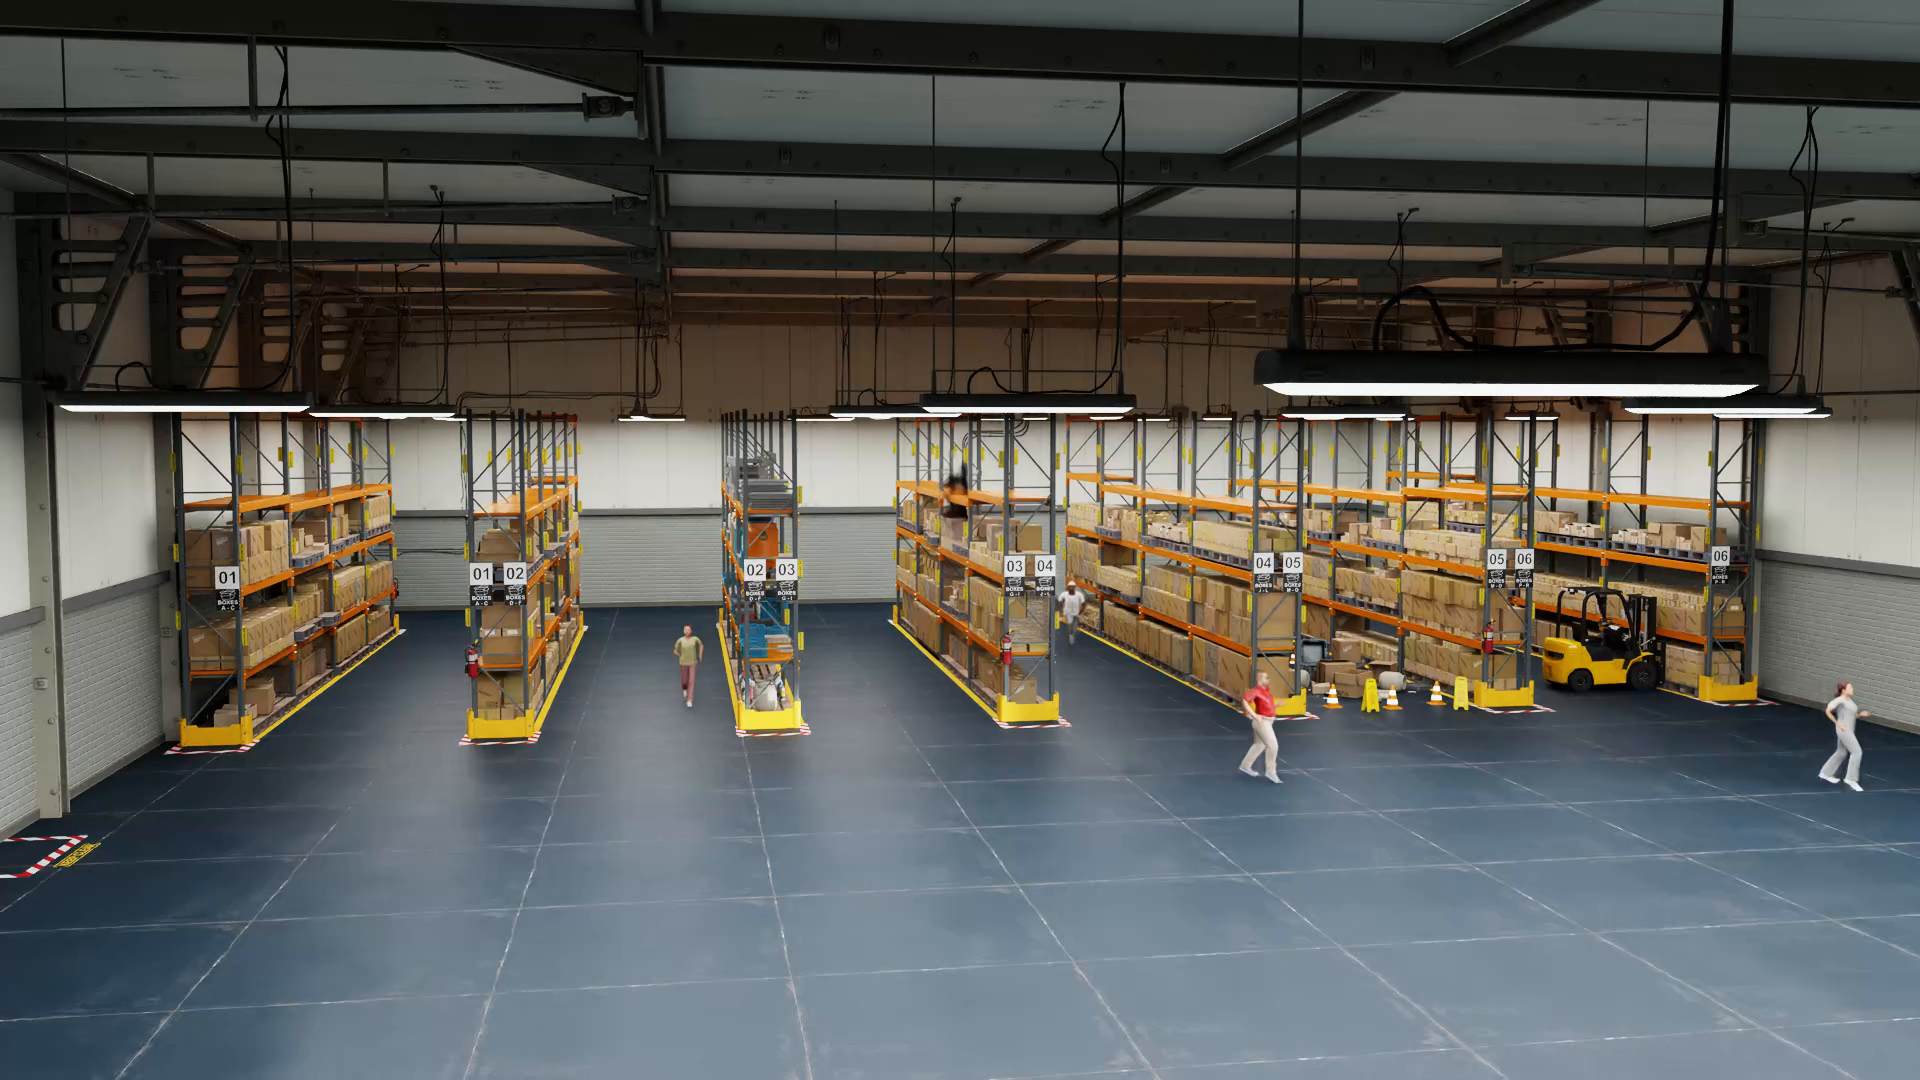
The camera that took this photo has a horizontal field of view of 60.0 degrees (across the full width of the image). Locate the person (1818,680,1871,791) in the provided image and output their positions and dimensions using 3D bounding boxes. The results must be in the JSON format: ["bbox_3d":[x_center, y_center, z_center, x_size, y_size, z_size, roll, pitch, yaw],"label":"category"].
[{"bbox_3d":[13.903,3.062,26.142,0.712,1.723,0.546,3,5,39],"label":"person"}]

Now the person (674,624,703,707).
[{"bbox_3d":[-5.526,2.533,33.875,0.592,1.633,0.970,-1,4,-10],"label":"person"}]

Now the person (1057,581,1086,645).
[{"bbox_3d":[2.842,1.867,42.176,0.711,1.666,0.902,0,4,-3],"label":"person"}]

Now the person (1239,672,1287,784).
[{"bbox_3d":[4.855,3.003,26.667,0.748,1.791,0.643,1,4,20],"label":"person"}]
